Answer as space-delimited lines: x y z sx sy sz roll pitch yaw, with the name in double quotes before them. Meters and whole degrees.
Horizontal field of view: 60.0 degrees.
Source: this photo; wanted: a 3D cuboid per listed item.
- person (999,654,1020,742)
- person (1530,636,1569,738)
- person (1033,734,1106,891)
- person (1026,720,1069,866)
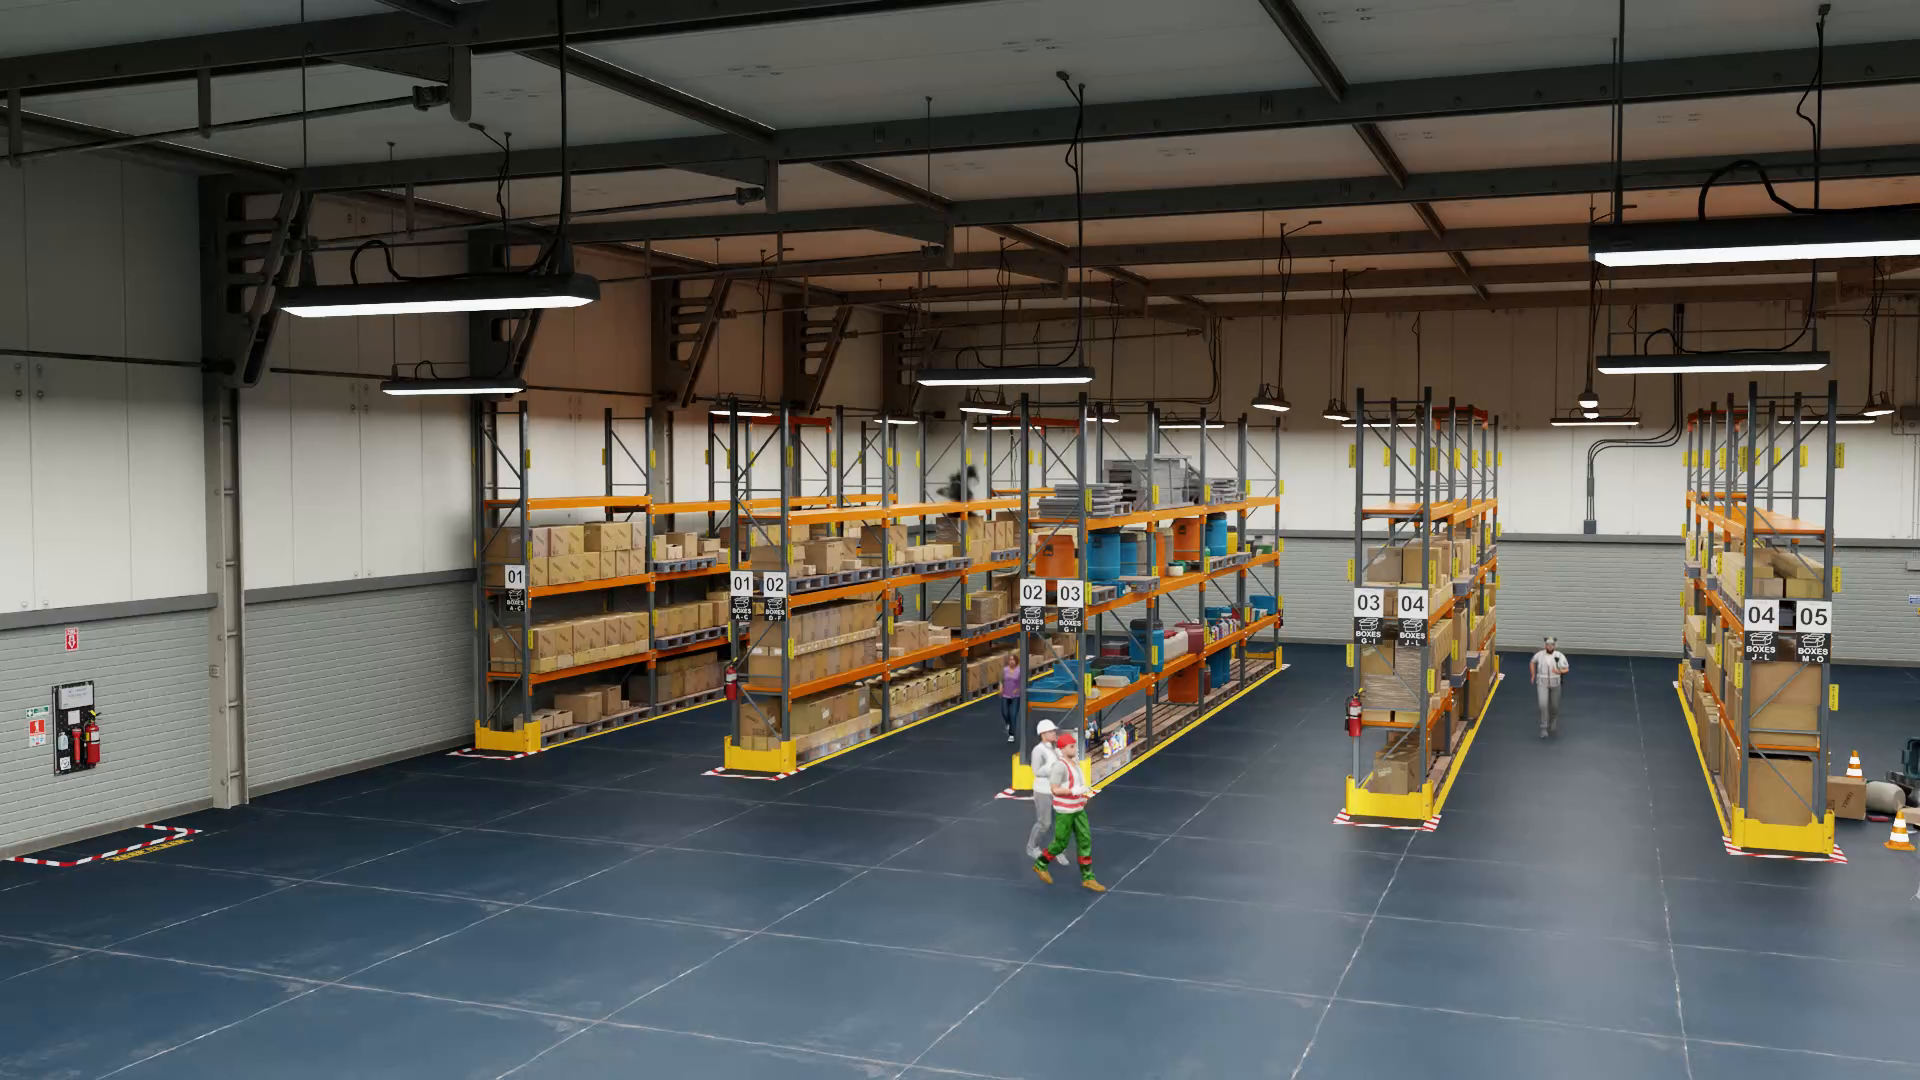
"person" 0.911 2.794 29.469 0.507 1.552 0.512 1 3 12
"person" 10.672 2.626 30.122 0.664 1.785 0.944 1 3 18
"person" 1.273 3.131 19.224 0.914 1.779 0.657 2 3 36
"person" 1.123 3.123 20.501 0.711 1.814 0.637 3 4 45
